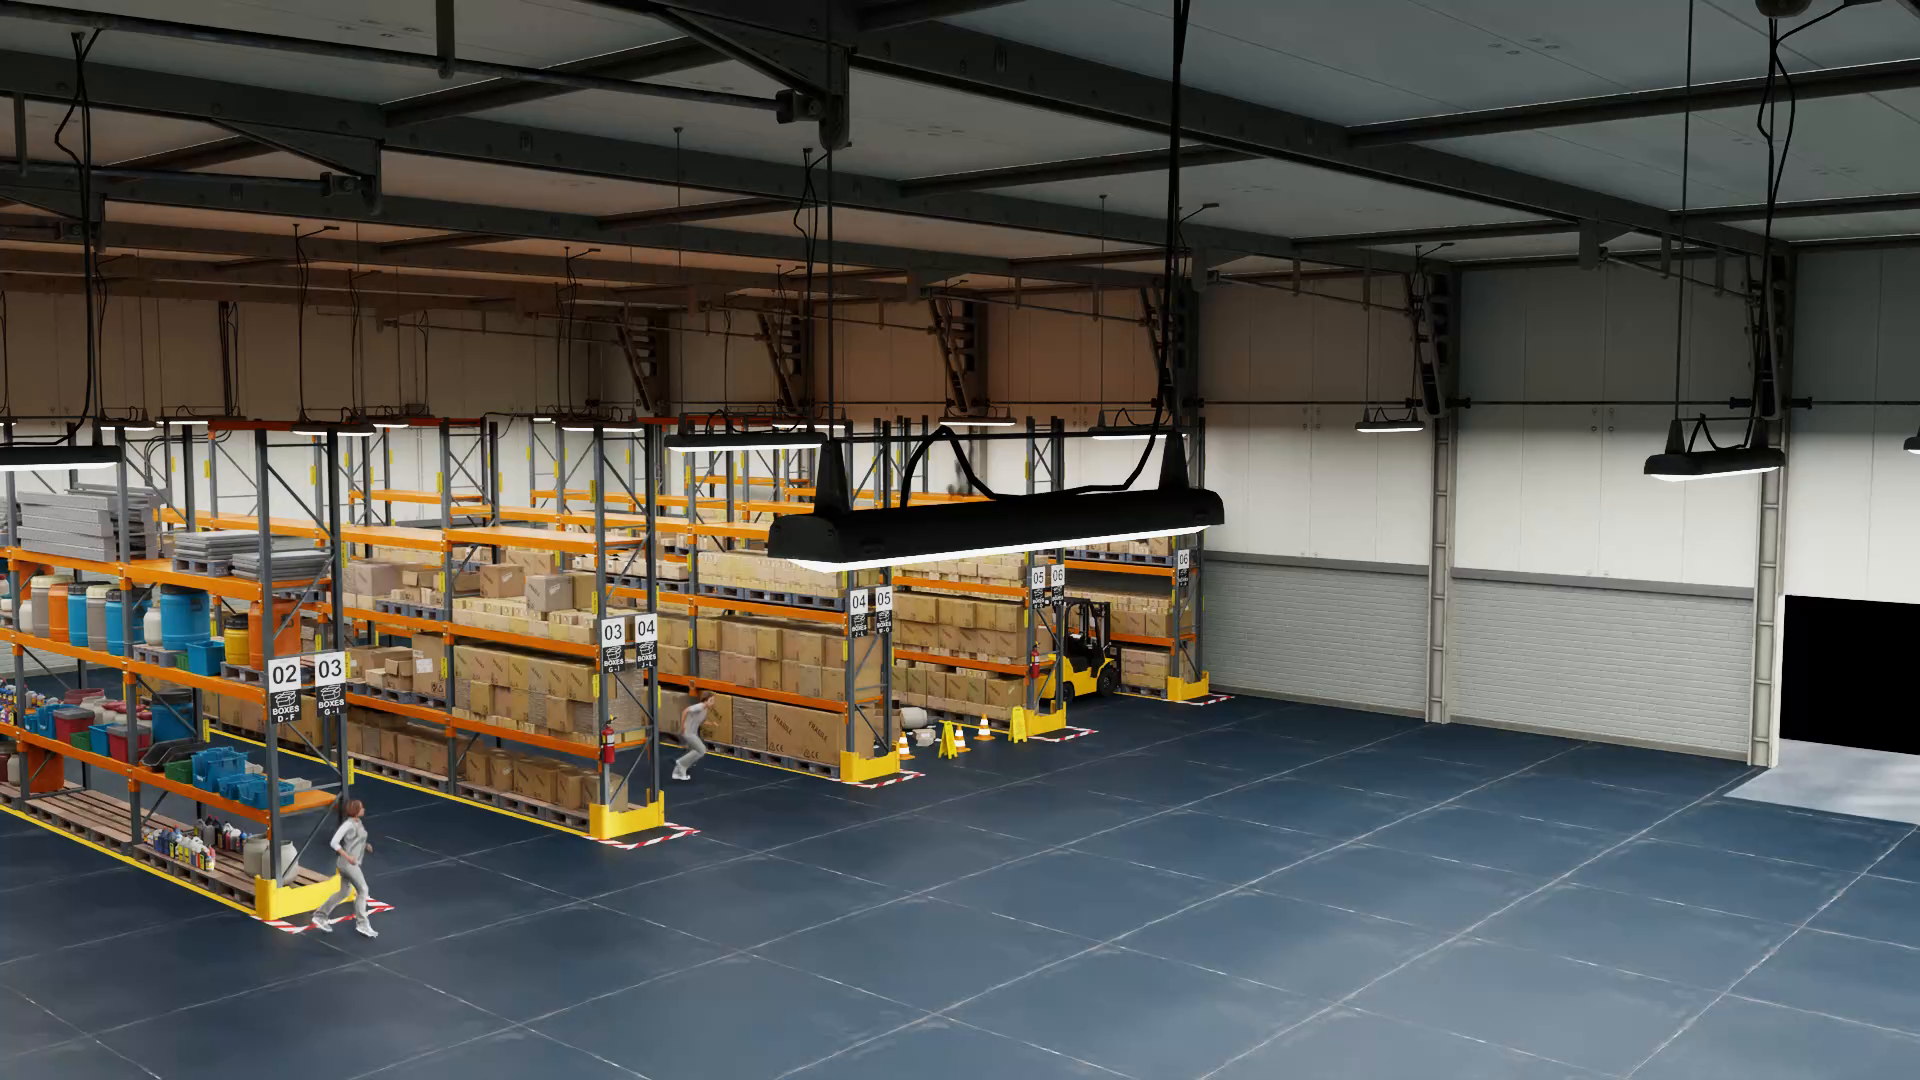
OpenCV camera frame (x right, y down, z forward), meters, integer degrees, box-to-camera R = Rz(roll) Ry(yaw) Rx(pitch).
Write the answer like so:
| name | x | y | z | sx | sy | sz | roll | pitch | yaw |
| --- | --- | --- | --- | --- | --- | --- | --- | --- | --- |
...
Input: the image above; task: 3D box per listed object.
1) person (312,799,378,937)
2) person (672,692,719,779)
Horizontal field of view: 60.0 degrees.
| name | x | y | z | sx | sy | sz | roll | pitch | yaw |
| --- | --- | --- | --- | --- | --- | --- | --- | --- | --- |
| person | -7.322 | 3.894 | 19.773 | 0.750 | 1.628 | 0.542 | -1 | 5 | -15 |
| person | -4.434 | 3.276 | 27.769 | 0.813 | 1.503 | 0.590 | 1 | 5 | 10 |
